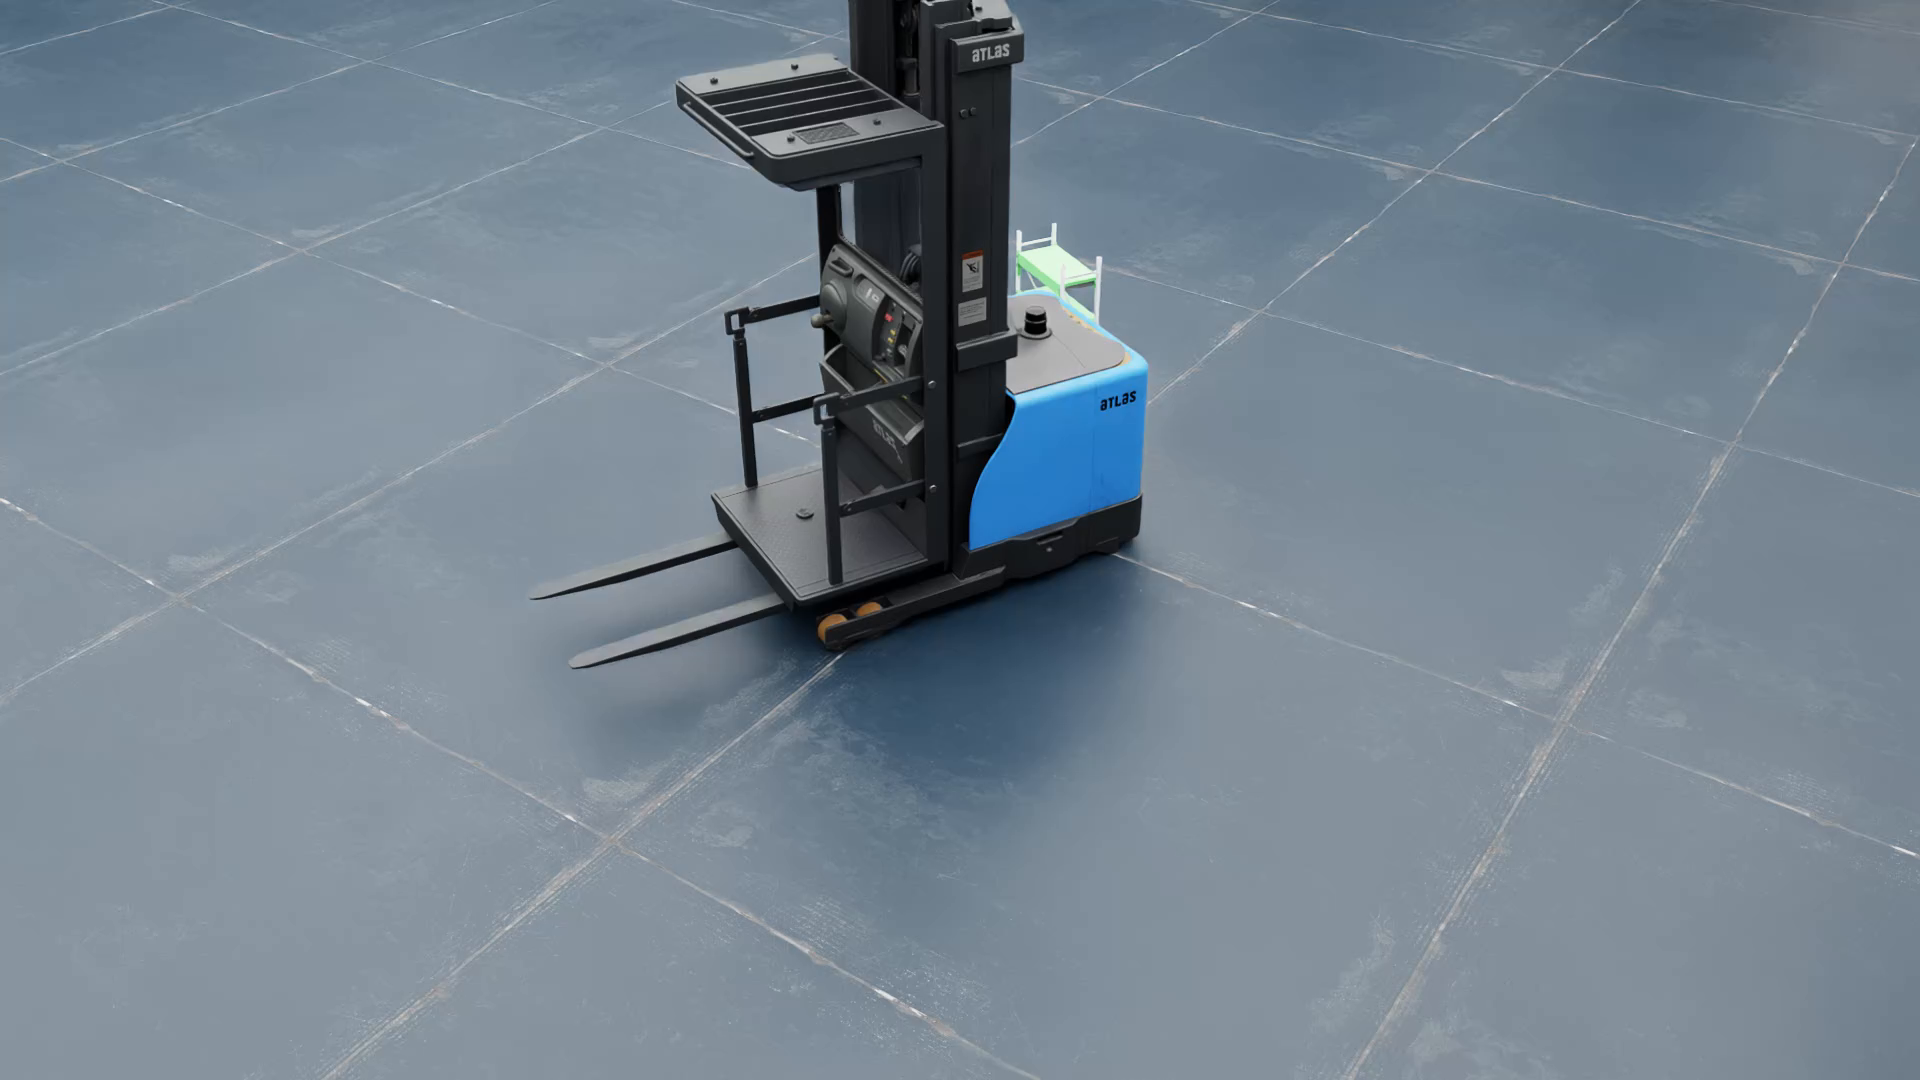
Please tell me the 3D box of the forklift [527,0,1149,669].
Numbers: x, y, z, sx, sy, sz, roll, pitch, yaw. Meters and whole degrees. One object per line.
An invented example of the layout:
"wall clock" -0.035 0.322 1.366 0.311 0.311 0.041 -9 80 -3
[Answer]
"forklift" -0.595 -1.030 7.656 3.031 2.935 1.130 -18 38 -24

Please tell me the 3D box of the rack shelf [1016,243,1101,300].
"rack shelf" 0.532 -1.445 9.073 0.258 0.148 0.480 -16 37 -22

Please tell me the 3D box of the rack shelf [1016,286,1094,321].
"rack shelf" 0.532 -1.246 9.207 0.258 0.148 0.480 -16 37 -22

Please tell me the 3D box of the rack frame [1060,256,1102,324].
"rack frame" 0.641 -0.978 9.125 0.240 1.200 0.015 -16 37 -22

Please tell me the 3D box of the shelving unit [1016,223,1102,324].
"shelving unit" 0.532 -1.100 9.306 0.258 1.200 0.503 -16 37 -22

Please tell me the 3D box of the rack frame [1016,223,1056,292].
"rack frame" 0.423 -1.223 9.487 0.240 1.200 0.015 -16 37 -22
